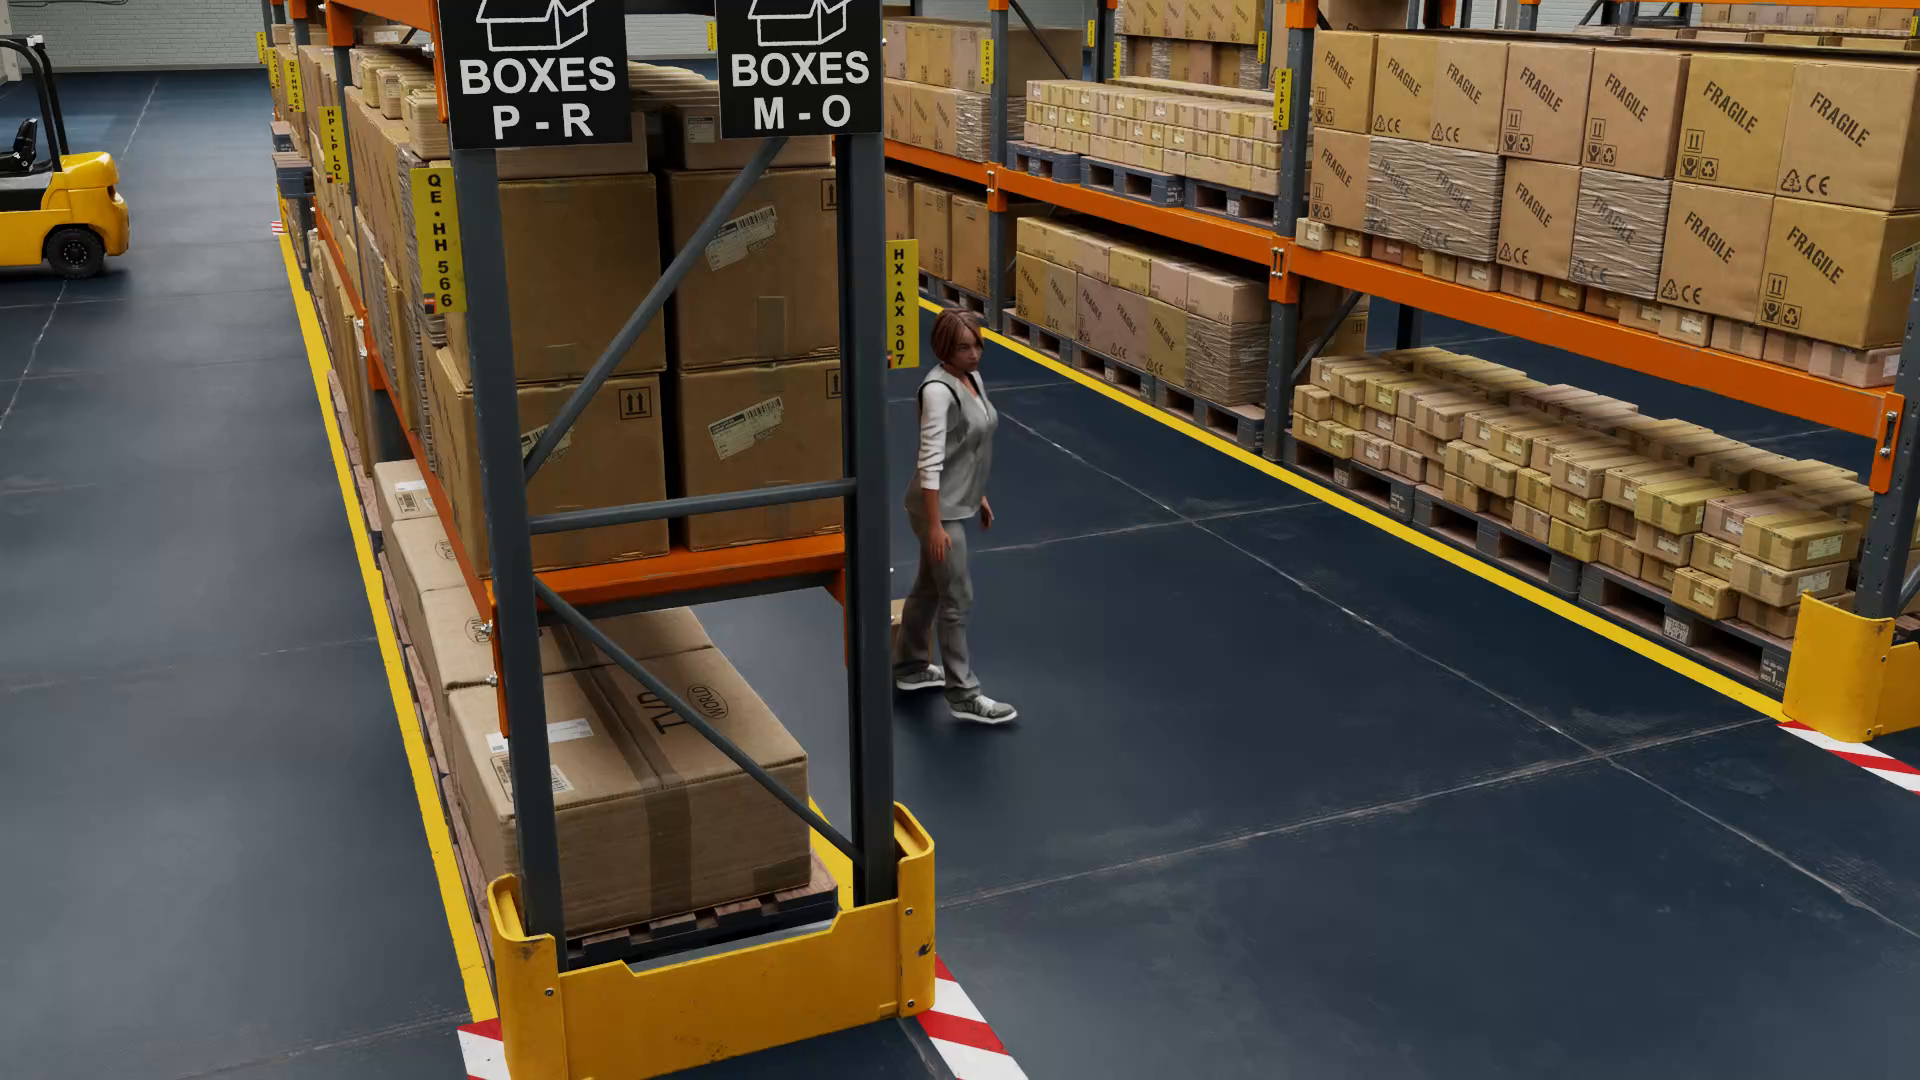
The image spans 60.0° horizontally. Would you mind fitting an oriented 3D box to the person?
[{"bbox_3d":[-0.021,-0.101,6.311,0.545,1.584,0.496,4,20,12],"label":"person"}]
